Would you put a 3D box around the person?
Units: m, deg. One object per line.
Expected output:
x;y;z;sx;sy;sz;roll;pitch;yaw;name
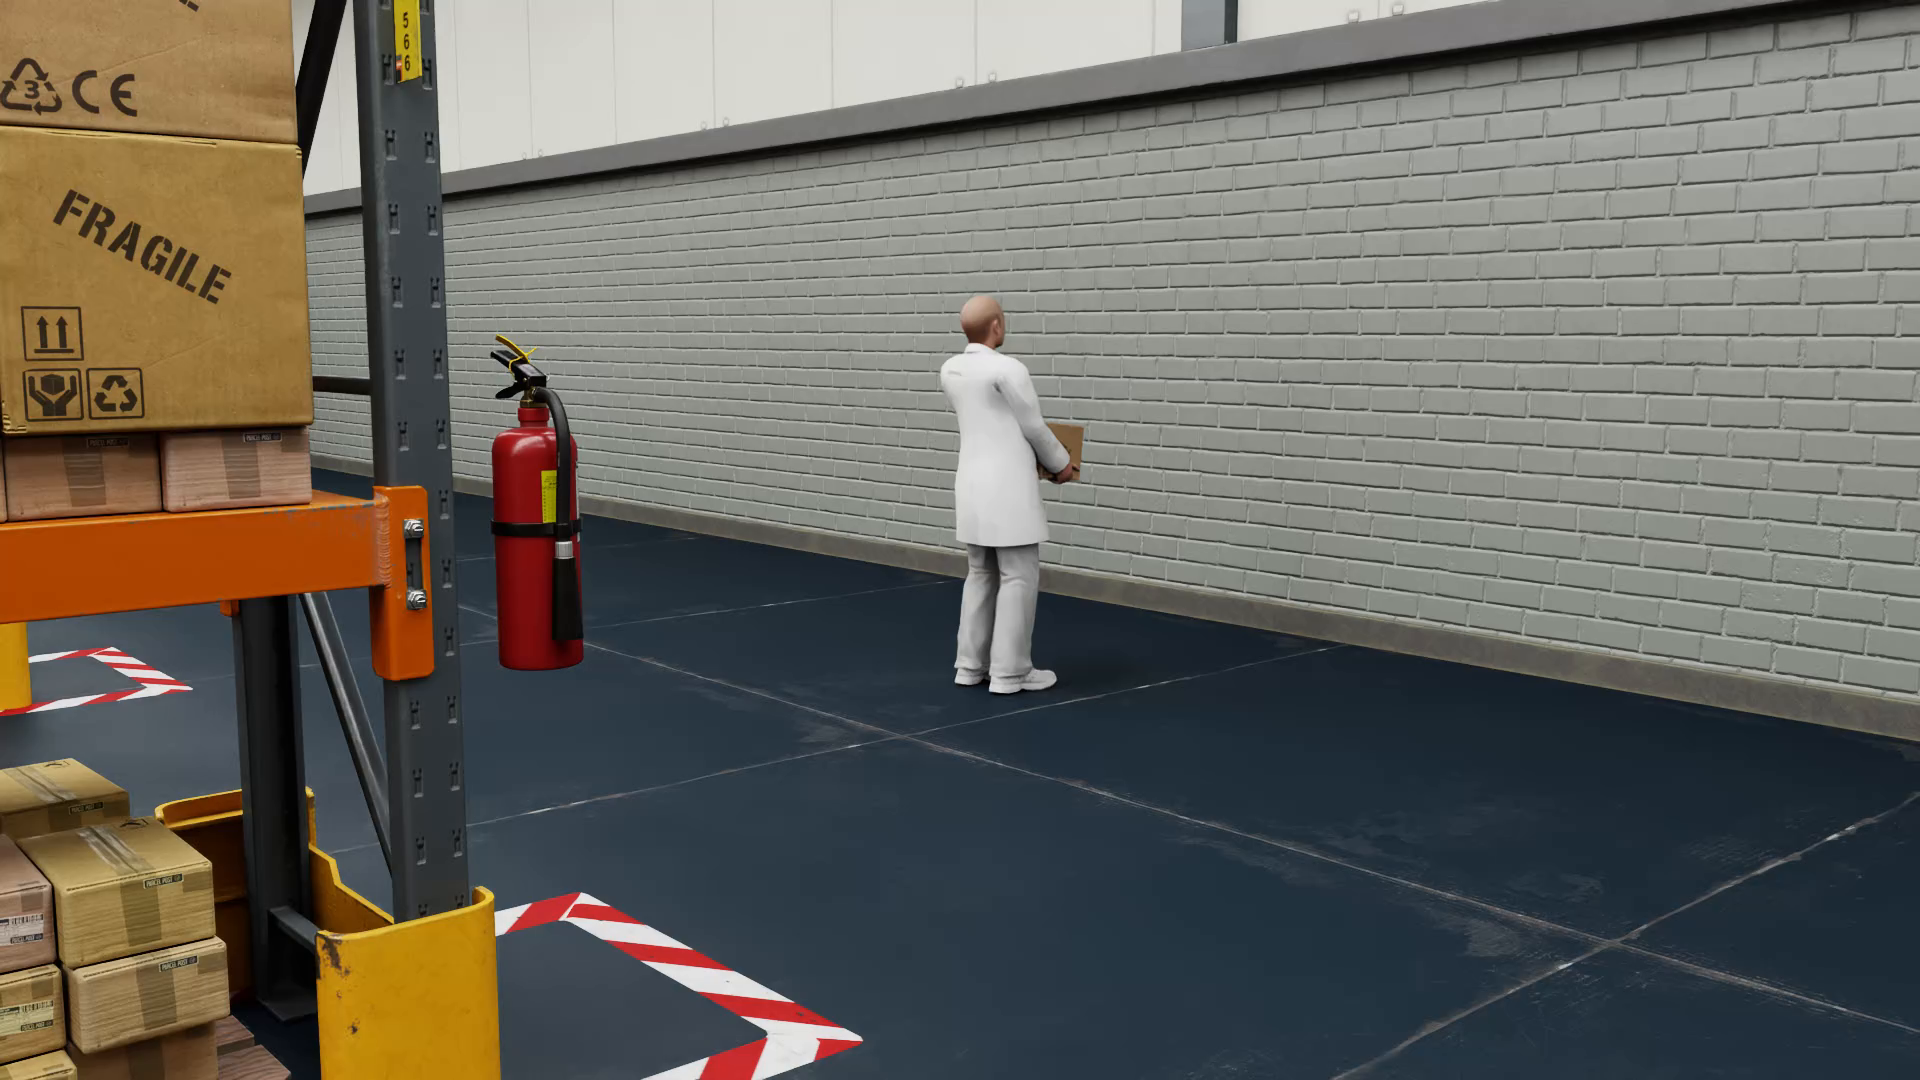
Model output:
0.242;-0.218;7.572;0.563;1.770;0.529;-6;9;-40;person
